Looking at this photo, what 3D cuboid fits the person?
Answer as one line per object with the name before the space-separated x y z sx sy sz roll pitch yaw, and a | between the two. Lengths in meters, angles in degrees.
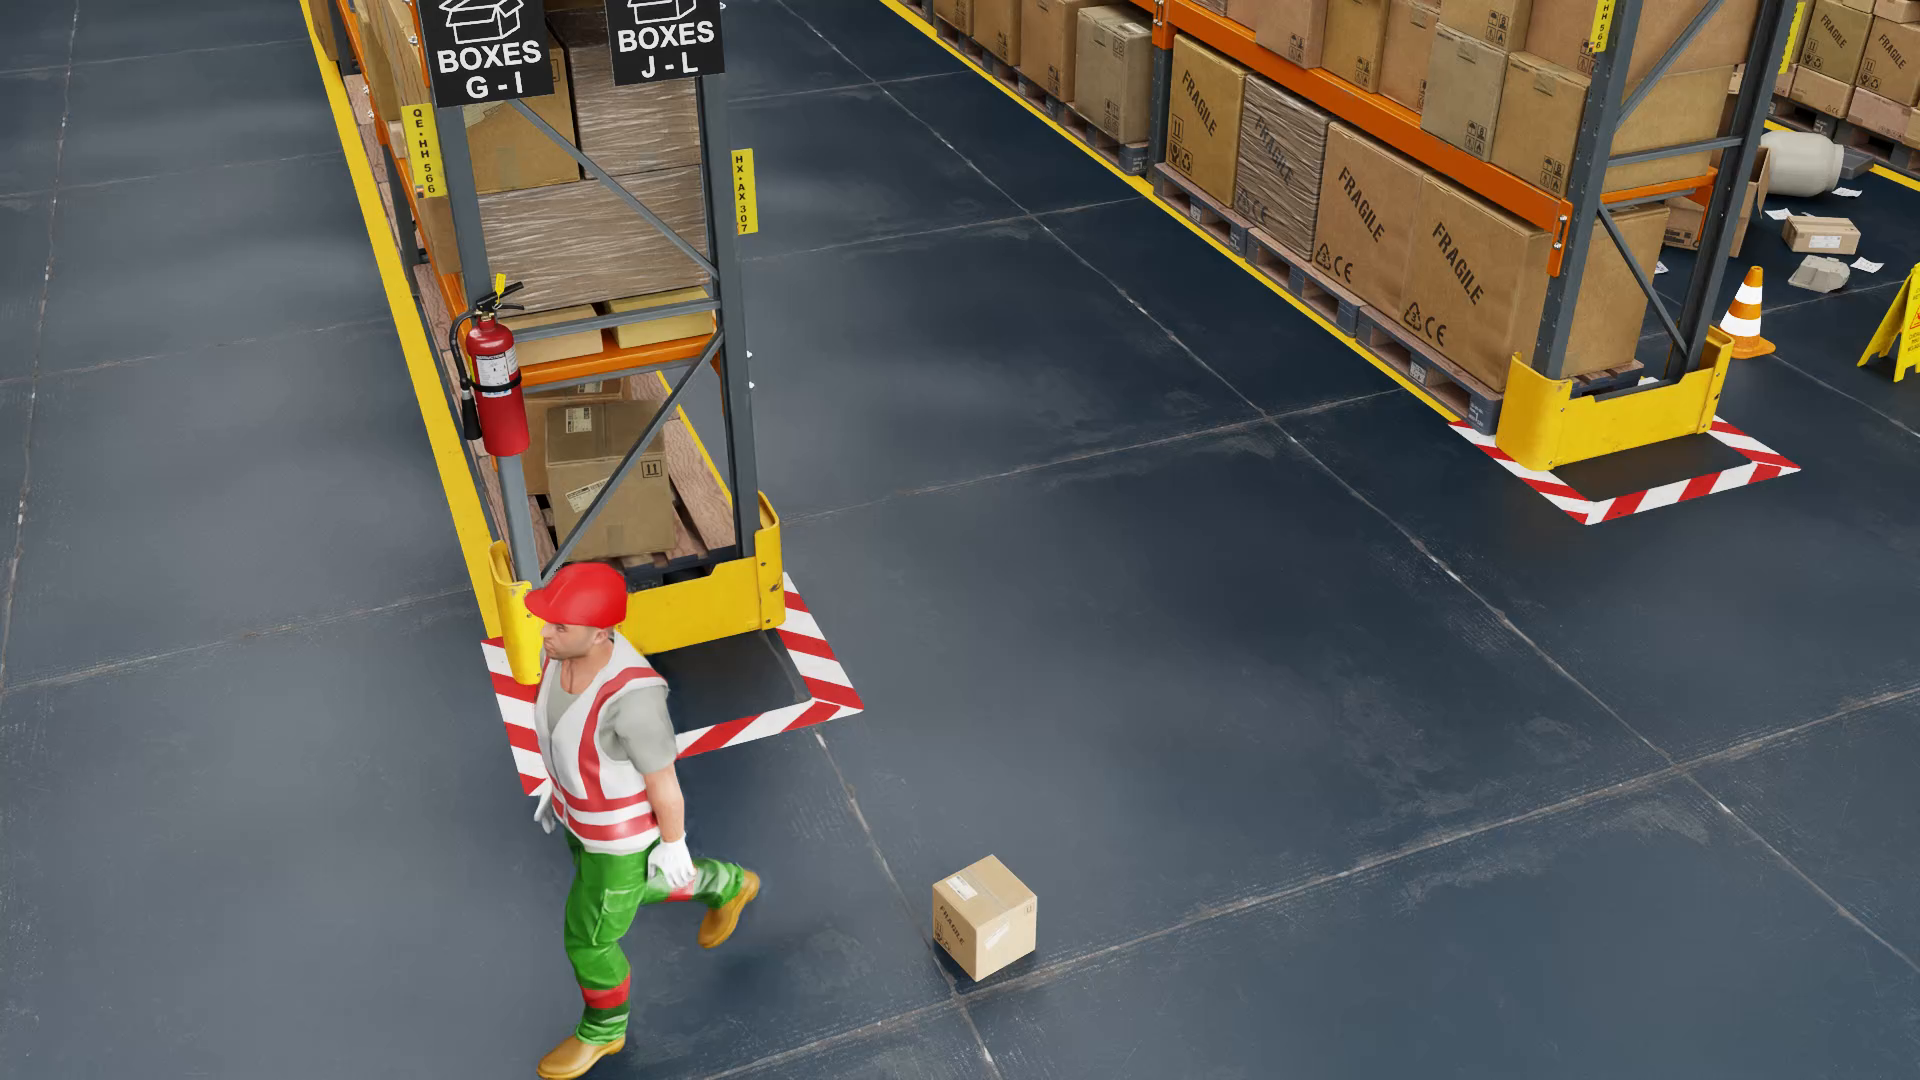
person | -0.981 0.778 4.921 0.887 1.764 0.543 -24 40 -32
